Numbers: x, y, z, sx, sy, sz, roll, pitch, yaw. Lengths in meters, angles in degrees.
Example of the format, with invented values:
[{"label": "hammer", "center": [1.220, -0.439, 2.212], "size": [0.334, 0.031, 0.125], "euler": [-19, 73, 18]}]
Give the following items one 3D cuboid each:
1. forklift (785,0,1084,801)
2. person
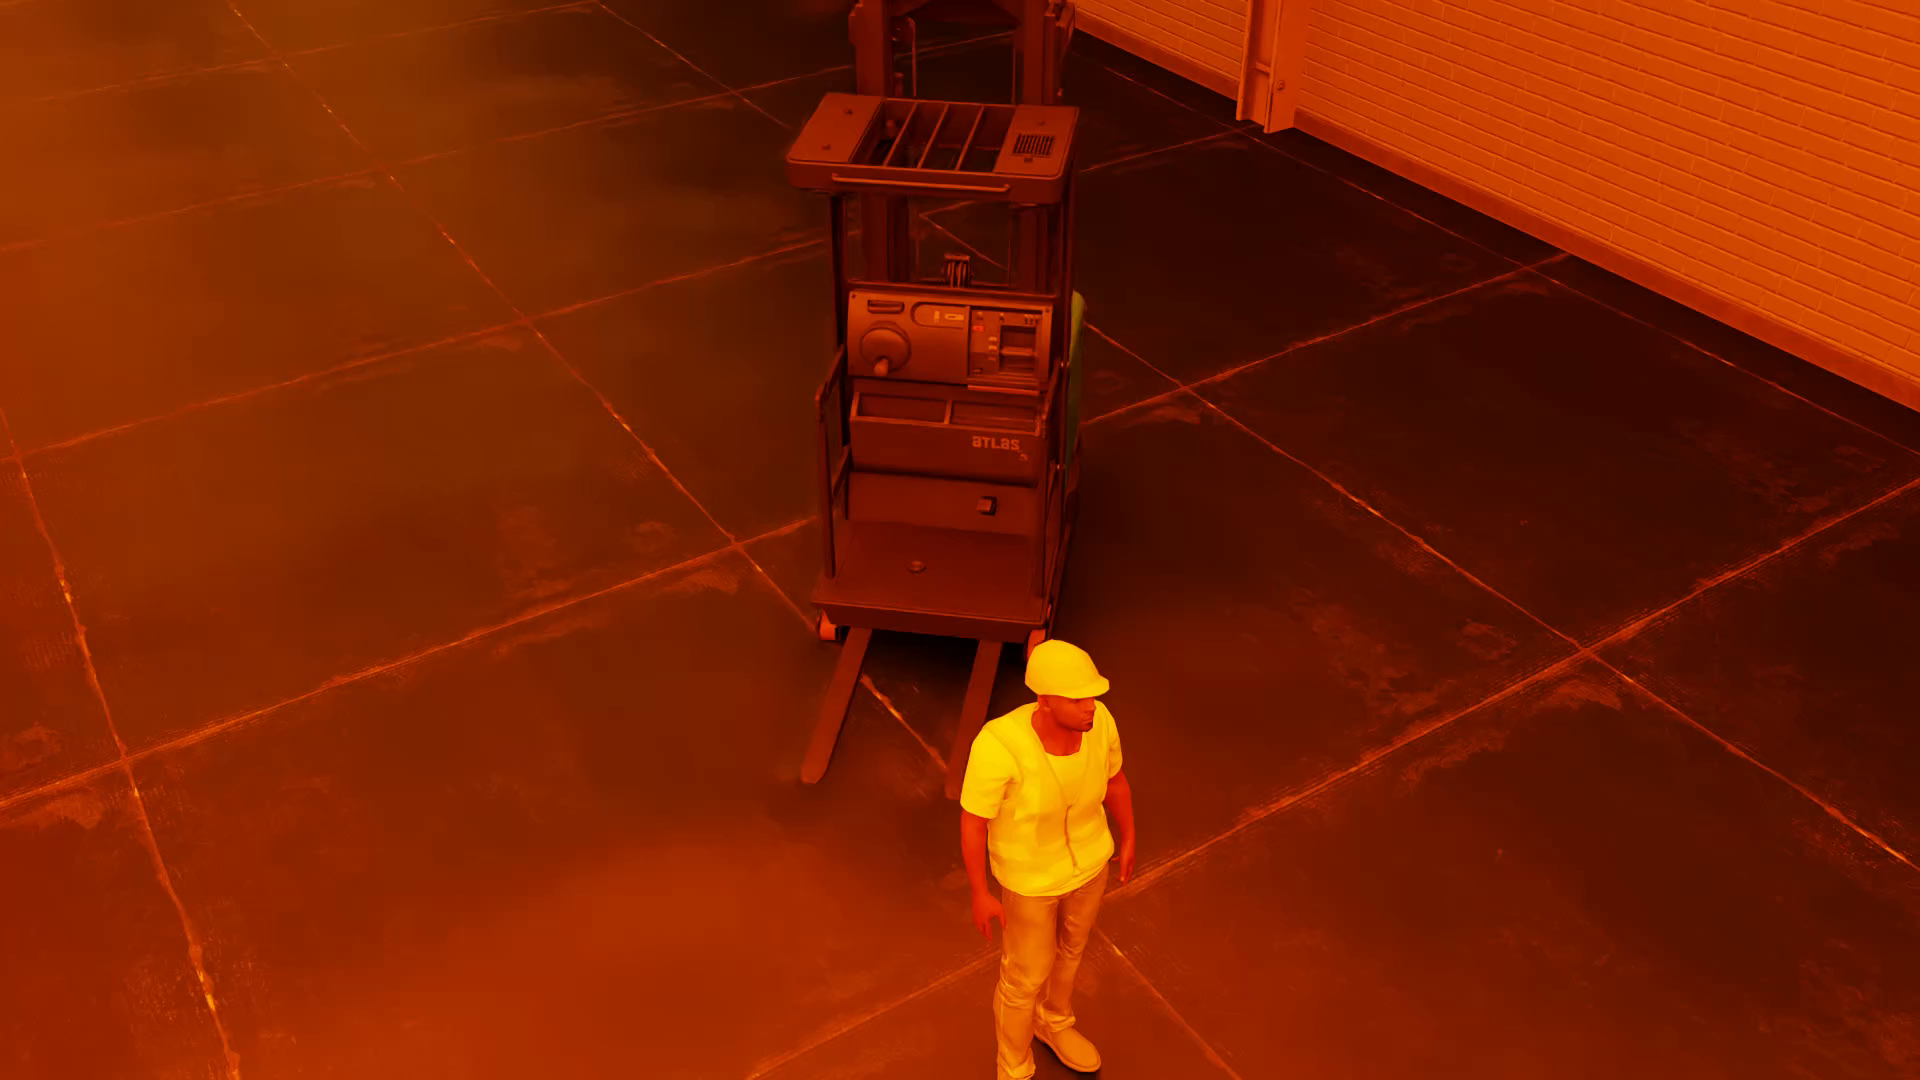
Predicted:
[{"label": "forklift", "center": [-0.081, -0.844, 7.348], "size": [1.130, 2.935, 3.031], "euler": [5, 35, 8]}, {"label": "person", "center": [0.347, 1.127, 5.544], "size": [0.666, 1.765, 0.578], "euler": [-20, 40, -26]}]
